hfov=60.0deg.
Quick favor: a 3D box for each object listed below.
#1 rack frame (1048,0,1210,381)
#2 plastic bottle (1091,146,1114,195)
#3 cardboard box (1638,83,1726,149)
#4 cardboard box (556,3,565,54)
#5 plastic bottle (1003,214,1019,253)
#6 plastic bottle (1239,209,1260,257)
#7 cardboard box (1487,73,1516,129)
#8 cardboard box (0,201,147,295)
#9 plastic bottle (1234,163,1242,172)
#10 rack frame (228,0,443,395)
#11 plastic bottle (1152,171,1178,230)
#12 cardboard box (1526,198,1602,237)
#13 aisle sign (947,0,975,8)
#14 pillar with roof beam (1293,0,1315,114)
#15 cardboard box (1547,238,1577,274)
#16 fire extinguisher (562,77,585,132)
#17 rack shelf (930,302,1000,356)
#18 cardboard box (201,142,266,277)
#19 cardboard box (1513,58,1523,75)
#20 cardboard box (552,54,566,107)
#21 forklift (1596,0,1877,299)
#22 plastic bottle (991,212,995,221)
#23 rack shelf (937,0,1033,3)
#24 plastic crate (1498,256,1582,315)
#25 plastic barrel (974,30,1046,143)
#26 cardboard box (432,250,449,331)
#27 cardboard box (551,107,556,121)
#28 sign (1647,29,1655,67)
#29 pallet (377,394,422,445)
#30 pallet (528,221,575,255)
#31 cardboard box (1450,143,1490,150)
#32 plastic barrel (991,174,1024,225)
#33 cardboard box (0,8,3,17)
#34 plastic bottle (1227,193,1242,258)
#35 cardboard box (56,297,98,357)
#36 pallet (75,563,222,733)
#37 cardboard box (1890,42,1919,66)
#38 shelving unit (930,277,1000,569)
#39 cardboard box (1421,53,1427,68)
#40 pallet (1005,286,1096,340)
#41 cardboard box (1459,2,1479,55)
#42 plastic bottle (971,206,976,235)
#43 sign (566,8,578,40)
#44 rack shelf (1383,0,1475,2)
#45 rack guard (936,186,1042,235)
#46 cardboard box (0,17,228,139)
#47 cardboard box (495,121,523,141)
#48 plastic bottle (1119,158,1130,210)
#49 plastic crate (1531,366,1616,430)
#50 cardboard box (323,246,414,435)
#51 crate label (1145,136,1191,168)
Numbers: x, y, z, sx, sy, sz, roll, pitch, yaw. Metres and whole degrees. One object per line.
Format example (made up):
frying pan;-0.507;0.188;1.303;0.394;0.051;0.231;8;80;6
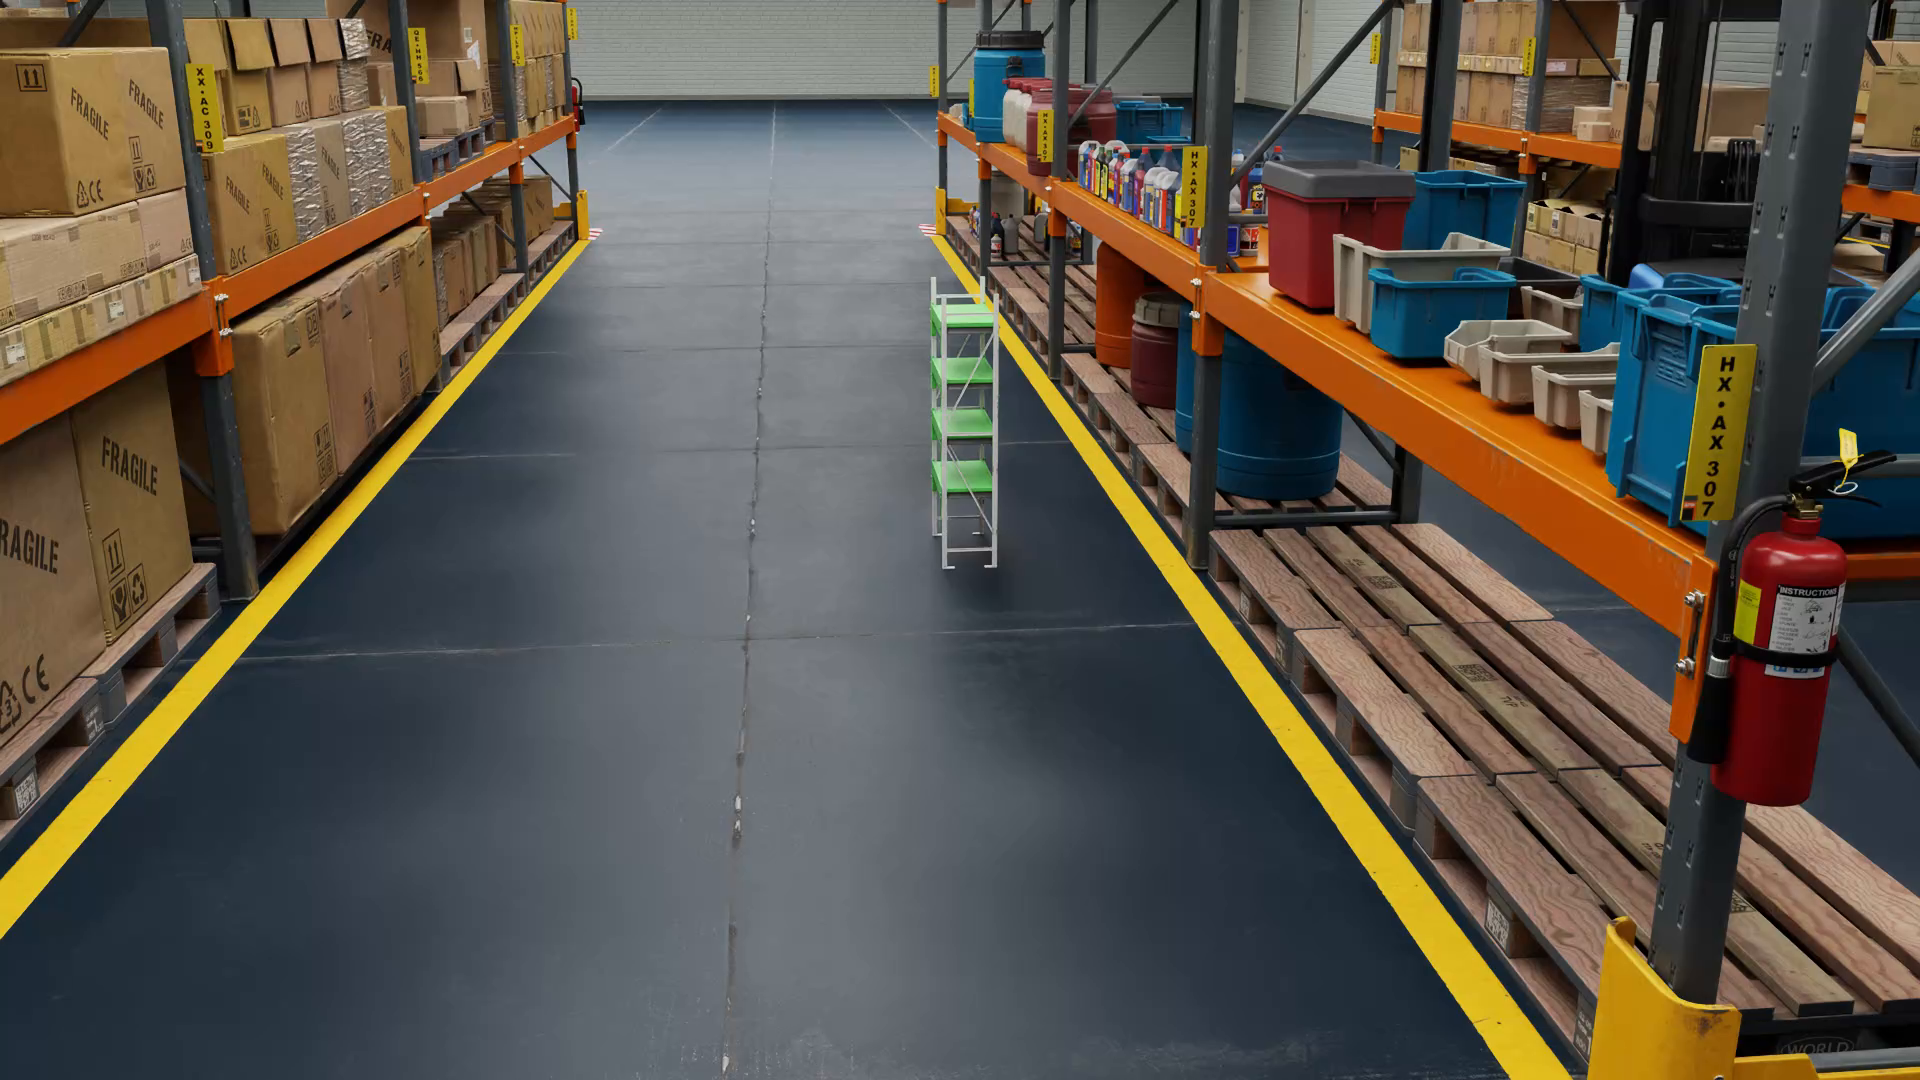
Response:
rack frame;1.091;-2.519;10.692;1.000;3.000;0.127;-2;18;-6
plastic bottle;0.862;-2.183;9.829;0.152;0.276;0.135;-2;18;-6
cardboard box;5.775;-3.375;13.251;0.500;0.500;0.500;-2;18;-6
cardboard box;-4.358;-5.260;17.090;0.500;0.500;0.500;-2;18;-6
plastic bottle;0.469;-2.844;15.416;0.144;0.351;0.185;-2;18;-6
plastic bottle;1.264;-1.349;7.298;0.097;0.201;0.097;0;17;0
cardboard box;5.493;-4.199;15.877;0.700;0.500;0.500;-2;18;-6
cardboard box;-3.061;-0.967;5.503;0.500;0.250;0.500;-1;17;-4
plastic bottle;1.625;-2.068;9.588;0.097;0.201;0.097;0;17;0
rack frame;-3.835;-2.366;10.205;1.000;3.000;0.127;-2;18;-6
plastic bottle;1.038;-1.674;8.210;0.152;0.276;0.135;-2;18;-6
cardboard box;5.401;-2.888;14.820;0.500;0.311;0.500;-2;18;-5
aisle sign;-0.033;-6.155;17.934;0.394;0.787;0.004;-2;18;-6
pillar with roof beam;4.295;-14.906;40.134;9.100;9.000;0.400;-2;18;-6
cardboard box;5.452;-2.471;14.429;0.500;0.250;0.500;-1;17;-4
fire extinguisher;-4.214;-4.761;17.962;0.296;0.674;0.183;-2;18;-6
rack shelf;0.017;-0.920;7.216;0.258;0.148;0.480;-2;18;-6
cardboard box;-3.222;-1.366;6.855;0.500;0.500;0.500;-2;18;-5
cardboard box;5.341;-4.368;15.332;0.380;0.149;0.250;-2;18;-7
cardboard box;-4.460;-4.629;16.750;0.875;0.500;0.500;-2;18;-6
forklift;4.167;-2.007;9.177;1.130;2.935;3.031;3;18;11
plastic bottle;0.306;-2.897;15.584;0.144;0.351;0.185;-3;18;-8
rack shelf;0.472;-5.394;16.045;1.077;0.370;4.000;-2;18;-6
plastic crate;1.886;-0.899;5.893;0.437;0.125;0.590;-2;18;-6
plastic barrel;0.417;-3.825;14.017;0.600;0.901;0.708;-2;18;-6
cardboard box;-3.994;-1.747;11.672;0.700;0.500;0.500;-3;18;-10
cardboard box;-4.313;-4.328;16.876;0.380;0.149;0.250;-2;18;-6
sign;6.145;-4.397;14.873;0.100;0.325;0.005;-2;18;-6
pallet;-3.829;-0.798;9.867;1.003;0.211;1.213;-2;18;-6
pallet;-4.604;-3.153;17.368;1.003;0.211;1.213;-2;18;-6
cardboard box;5.545;-4.150;18.525;0.500;0.500;0.500;-2;18;-6
plastic barrel;0.462;-3.573;17.501;0.421;0.512;0.421;0;17;0
cardboard box;-9.350;-4.615;15.316;0.875;0.550;0.500;-2;18;-6
plastic bottle;1.141;-1.375;7.257;0.152;0.276;0.135;-2;18;-6
cardboard box;-2.959;-0.667;5.213;0.380;0.149;0.250;-1;17;-5
pallet;-3.422;0.385;6.097;1.003;0.211;1.213;-2;18;-6
cardboard box;10.024;-4.897;17.234;0.500;0.500;0.500;-1;17;-4
shelving unit;0.017;-0.523;7.340;0.258;1.200;0.503;-2;18;-6
cardboard box;5.098;-5.060;17.535;0.380;0.149;0.250;-2;18;-6
pallet;0.927;-1.783;13.004;1.003;0.211;1.213;-2;18;-6
cardboard box;5.398;-5.110;16.612;0.700;0.500;0.500;-2;18;-6
plastic bottle;0.148;-3.198;16.657;0.061;0.283;0.133;-1;17;-5
sign;-4.106;-5.464;17.611;0.100;0.325;0.005;-2;18;-6
rack shelf;5.400;-5.546;16.528;1.077;0.370;4.000;-2;18;-6
rack guard;0.321;-3.688;18.591;1.175;0.500;0.348;-2;18;-6
cardboard box;-3.497;-1.890;6.849;0.797;0.503;0.637;-2;18;-7
cardboard box;-3.971;-3.511;14.272;0.380;0.149;0.250;-2;18;-6
plastic bottle;0.918;-1.939;9.060;0.097;0.271;0.097;0;17;0
plastic crate;1.636;-0.362;4.163;0.396;0.136;0.243;-2;18;-6
cardboard box;-3.701;-1.080;8.956;1.225;0.875;0.875;-2;18;-5
crate label;1.420;-2.576;11.154;0.303;0.233;0.416;-2;18;-6
